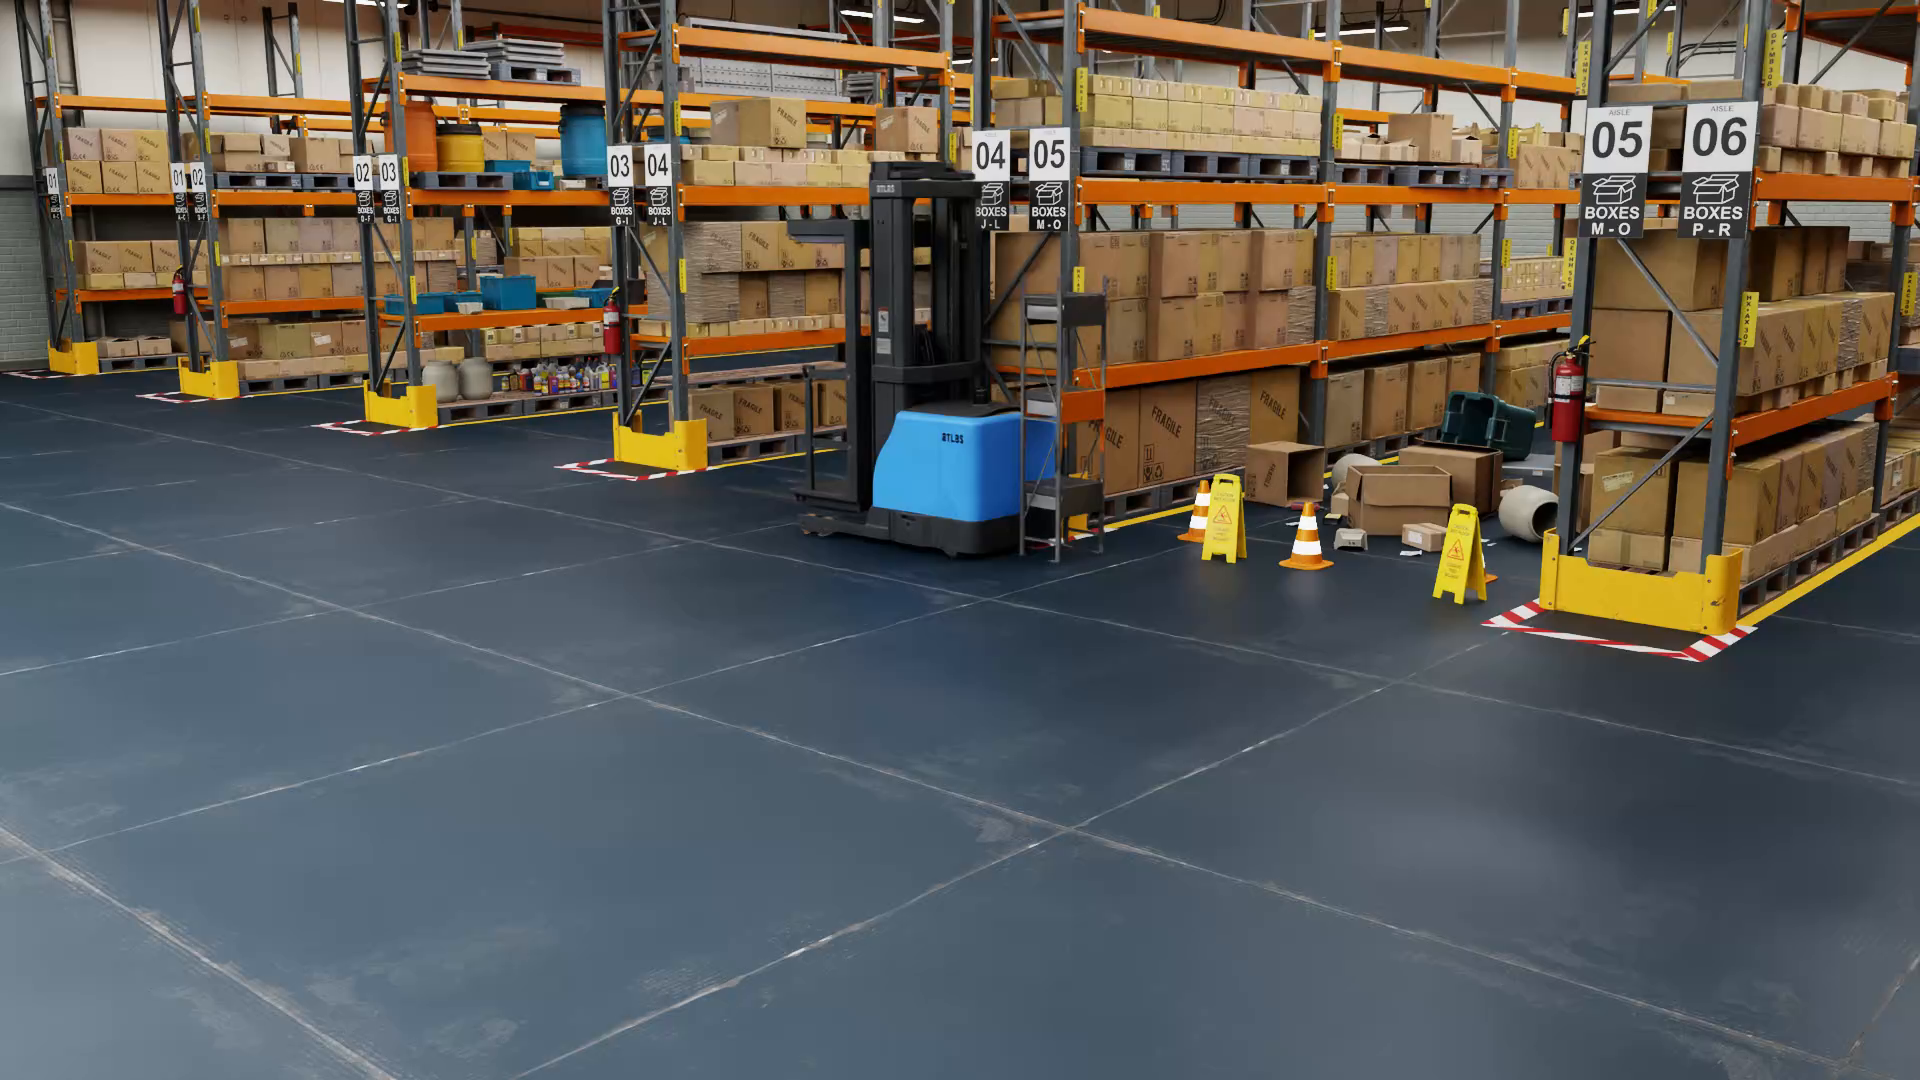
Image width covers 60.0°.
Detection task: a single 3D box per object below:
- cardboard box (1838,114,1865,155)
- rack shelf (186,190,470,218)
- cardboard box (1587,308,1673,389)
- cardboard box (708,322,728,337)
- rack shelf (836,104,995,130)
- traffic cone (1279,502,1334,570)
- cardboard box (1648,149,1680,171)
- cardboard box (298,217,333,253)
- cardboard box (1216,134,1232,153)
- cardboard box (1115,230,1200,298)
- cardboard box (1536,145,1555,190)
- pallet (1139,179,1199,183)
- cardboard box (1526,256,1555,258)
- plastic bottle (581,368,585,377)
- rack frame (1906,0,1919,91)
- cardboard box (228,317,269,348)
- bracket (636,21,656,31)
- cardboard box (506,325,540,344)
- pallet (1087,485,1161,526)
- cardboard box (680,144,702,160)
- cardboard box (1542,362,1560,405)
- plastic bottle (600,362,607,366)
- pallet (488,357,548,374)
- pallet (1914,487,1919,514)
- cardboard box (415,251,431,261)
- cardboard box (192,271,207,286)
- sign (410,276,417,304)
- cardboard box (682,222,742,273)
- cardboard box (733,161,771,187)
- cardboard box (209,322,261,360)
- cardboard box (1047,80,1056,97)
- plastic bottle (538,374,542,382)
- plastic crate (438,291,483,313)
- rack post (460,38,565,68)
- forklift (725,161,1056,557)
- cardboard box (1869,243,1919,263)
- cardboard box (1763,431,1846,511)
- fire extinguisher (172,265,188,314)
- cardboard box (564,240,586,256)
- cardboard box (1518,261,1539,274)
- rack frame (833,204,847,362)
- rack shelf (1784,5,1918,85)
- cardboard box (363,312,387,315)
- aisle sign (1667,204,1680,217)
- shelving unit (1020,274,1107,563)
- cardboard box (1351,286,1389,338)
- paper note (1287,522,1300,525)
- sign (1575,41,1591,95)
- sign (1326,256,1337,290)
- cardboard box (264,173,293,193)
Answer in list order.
[{"bbox_3d":[5.852,-2.773,11.400,0.500,0.250,0.500,10,15,42],"label":"cardboard box"},{"bbox_3d":[-9.257,-4.940,24.465,1.077,0.370,4.000,10,15,40],"label":"rack shelf"},{"bbox_3d":[4.457,-1.275,10.924,0.500,0.500,0.500,9,15,39],"label":"cardboard box"},{"bbox_3d":[-2.592,-2.169,17.052,0.380,0.149,0.250,10,15,40],"label":"cardboard box"},{"bbox_3d":[-0.258,-6.751,26.894,1.077,0.370,4.000,10,15,40],"label":"rack shelf"},{"bbox_3d":[2.562,-0.045,12.253,0.336,0.463,0.334,10,15,40],"label":"traffic cone"},{"bbox_3d":[4.331,-2.402,10.559,0.380,0.149,0.250,10,15,41],"label":"cardboard box"},{"bbox_3d":[-9.550,-4.440,24.216,0.700,0.500,0.500,10,15,41],"label":"cardboard box"},{"bbox_3d":[2.154,-3.462,14.541,0.380,0.149,0.250,10,15,40],"label":"cardboard box"},{"bbox_3d":[1.560,-2.401,14.432,0.875,0.550,0.550,10,15,40],"label":"cardboard box"},{"bbox_3d":[6.703,-4.411,19.725,0.500,0.500,0.500,10,15,40],"label":"cardboard box"},{"bbox_3d":[2.527,-4.903,22.926,1.213,0.211,1.003,11,16,43],"label":"pallet"},{"bbox_3d":[7.657,-3.690,22.077,0.380,0.149,0.250,10,15,42],"label":"cardboard box"},{"bbox_3d":[-4.958,-2.141,22.086,0.061,0.283,0.133,10,15,40],"label":"plastic bottle"},{"bbox_3d":[9.586,-5.084,15.690,1.000,3.000,0.127,10,15,40],"label":"rack frame"},{"bbox_3d":[-12.316,-3.588,28.777,0.500,0.500,0.500,8,14,36],"label":"cardboard box"},{"bbox_3d":[-6.575,-10.748,34.858,0.235,0.232,0.430,10,15,40],"label":"bracket"},{"bbox_3d":[-7.143,-3.350,26.843,0.500,0.311,0.500,10,15,40],"label":"cardboard box"},{"bbox_3d":[0.989,-0.350,14.427,1.003,0.211,1.213,10,15,40],"label":"pallet"},{"bbox_3d":[-2.783,-3.850,16.535,0.380,0.149,0.250,10,15,40],"label":"cardboard box"},{"bbox_3d":[7.124,-1.969,20.721,0.500,0.500,0.500,9,15,39],"label":"cardboard box"},{"bbox_3d":[-4.951,-2.314,22.969,0.152,0.276,0.135,10,15,42],"label":"plastic bottle"},{"bbox_3d":[-7.480,-2.862,27.003,1.003,0.211,1.213,10,15,40],"label":"pallet"},{"bbox_3d":[8.264,-0.481,15.082,1.003,0.211,1.213,10,15,40],"label":"pallet"},{"bbox_3d":[-8.292,-4.341,25.374,0.380,0.149,0.250,9,15,39],"label":"cardboard box"},{"bbox_3d":[-12.732,-4.361,27.720,0.500,0.250,0.500,10,15,41],"label":"cardboard box"},{"bbox_3d":[-6.449,-2.951,19.620,0.100,0.325,0.005,10,15,40],"label":"sign"},{"bbox_3d":[-2.571,-2.977,16.892,0.500,0.500,0.500,10,15,40],"label":"cardboard box"},{"bbox_3d":[-2.291,-3.758,17.092,0.500,0.250,0.500,9,15,39],"label":"cardboard box"},{"bbox_3d":[-10.447,-2.870,23.957,0.500,0.500,0.500,10,15,40],"label":"cardboard box"},{"bbox_3d":[0.654,-3.714,13.767,0.380,0.149,0.250,10,15,41],"label":"cardboard box"},{"bbox_3d":[-5.592,-2.098,22.077,0.097,0.201,0.097,0,11,0],"label":"plastic bottle"},{"bbox_3d":[-6.321,-3.021,21.058,0.499,0.251,0.408,10,15,40],"label":"plastic crate"},{"bbox_3d":[-5.604,-6.081,20.873,0.937,0.300,0.954,9,15,39],"label":"rack post"},{"bbox_3d":[-0.679,-1.529,13.381,3.031,2.935,1.130,10,15,40],"label":"forklift"},{"bbox_3d":[7.522,-2.296,13.305,0.380,0.149,0.250,10,15,40],"label":"cardboard box"},{"bbox_3d":[6.086,-0.507,12.124,0.500,0.500,0.500,11,16,43],"label":"cardboard box"},{"bbox_3d":[-11.005,-3.532,23.436,0.296,0.674,0.183,10,15,40],"label":"fire extinguisher"},{"bbox_3d":[-7.826,-5.736,33.208,0.500,0.500,0.500,10,15,40],"label":"cardboard box"},{"bbox_3d":[6.768,-3.299,20.120,0.380,0.149,0.250,9,14,38],"label":"cardboard box"},{"bbox_3d":[-1.578,-4.064,25.899,1.000,3.000,0.127,10,15,40],"label":"rack frame"},{"bbox_3d":[8.266,-4.241,14.327,1.077,0.370,4.000,10,15,40],"label":"rack shelf"},{"bbox_3d":[-10.884,-3.939,30.533,0.700,0.500,0.500,9,15,39],"label":"cardboard box"},{"bbox_3d":[10.905,-5.269,25.294,0.394,0.787,0.004,10,15,40],"label":"aisle sign"},{"bbox_3d":[0.771,-0.918,12.441,0.503,2.100,0.431,-11,15,-43],"label":"shelving unit"},{"bbox_3d":[4.043,-2.345,17.037,0.500,0.500,0.500,10,15,41],"label":"cardboard box"},{"bbox_3d":[2.803,-0.138,13.831,0.142,0.017,0.144,-6,13,-28],"label":"paper note"},{"bbox_3d":[3.902,-2.945,10.378,0.100,0.325,0.005,10,15,40],"label":"sign"},{"bbox_3d":[3.579,-2.571,16.010,0.100,0.325,0.005,10,15,40],"label":"sign"},{"bbox_3d":[-11.810,-6.179,28.526,0.500,0.500,0.500,10,15,42],"label":"cardboard box"}]
